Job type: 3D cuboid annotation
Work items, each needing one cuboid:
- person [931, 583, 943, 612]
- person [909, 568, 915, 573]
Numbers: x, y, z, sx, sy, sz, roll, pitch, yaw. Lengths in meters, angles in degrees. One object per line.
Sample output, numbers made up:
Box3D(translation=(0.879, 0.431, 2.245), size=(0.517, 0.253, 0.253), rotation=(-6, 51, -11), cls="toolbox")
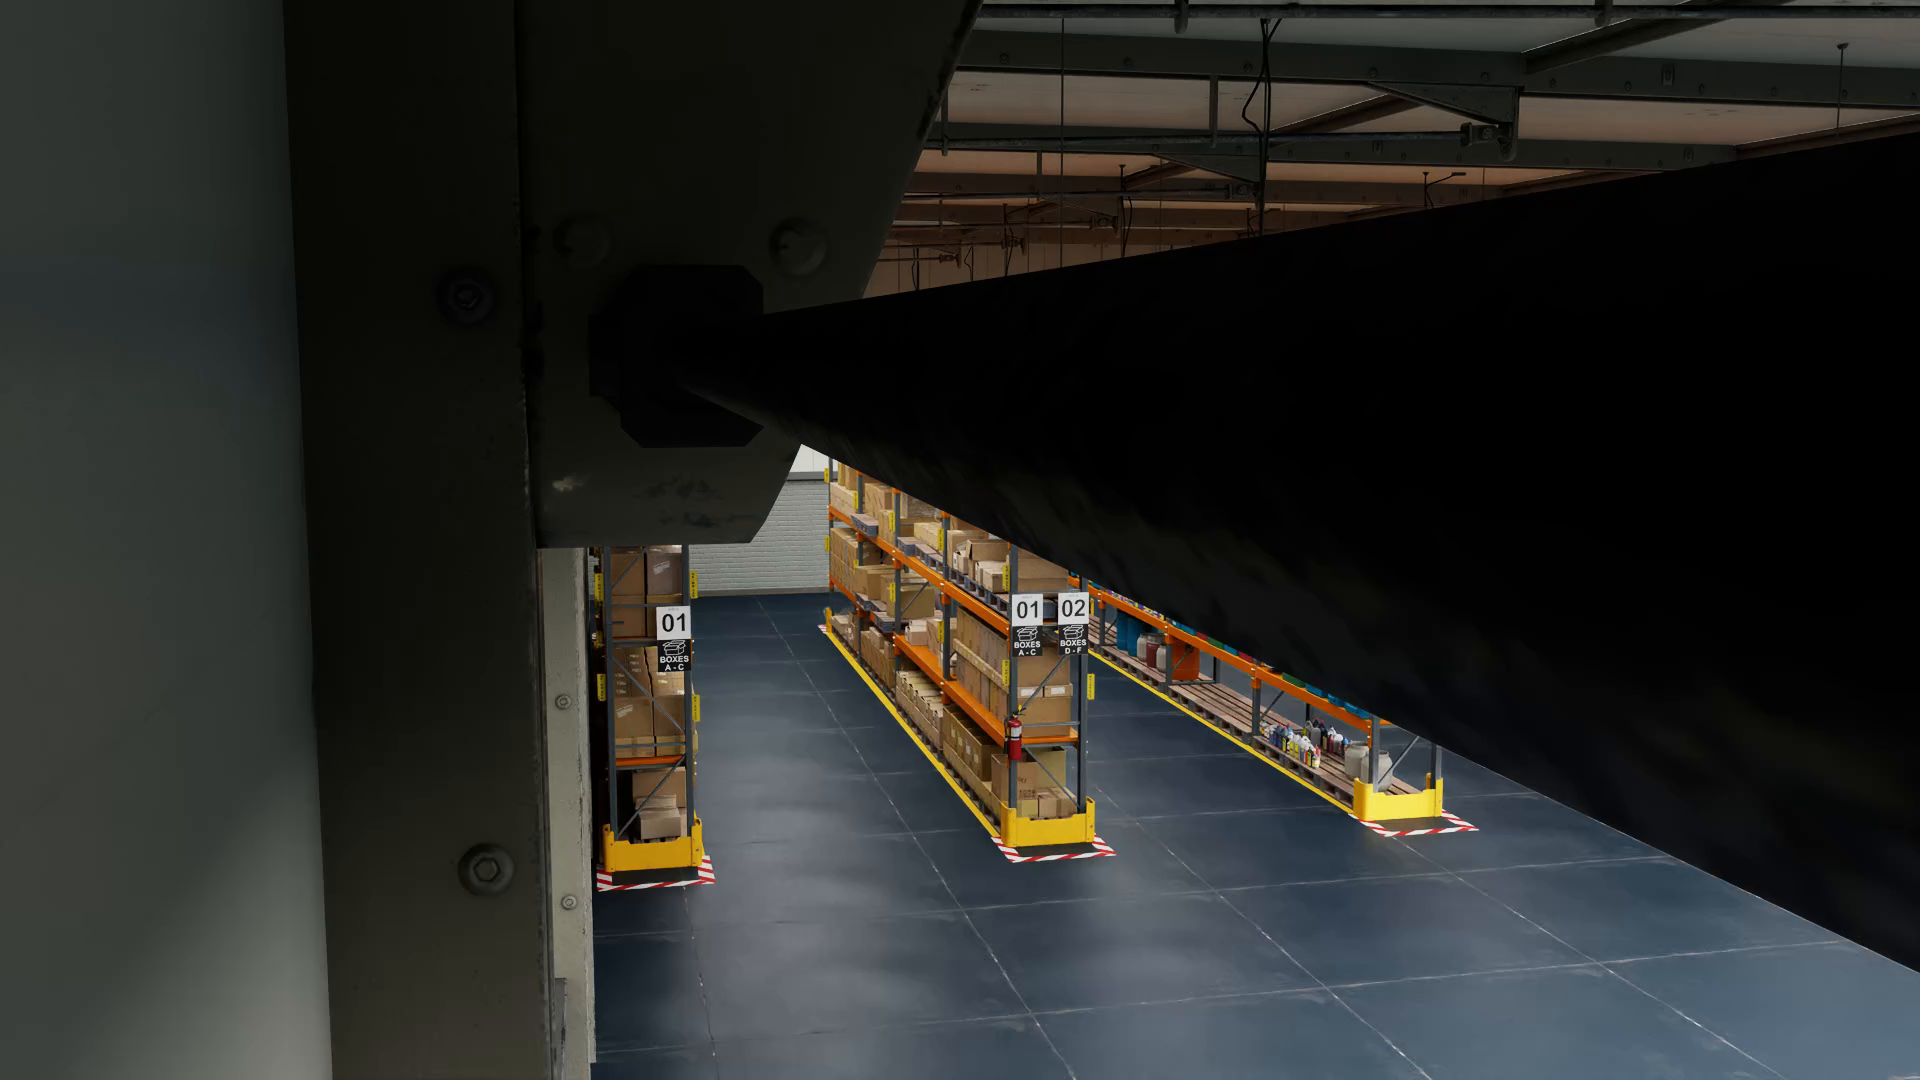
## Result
Box3D(translation=(-0.575, 1.185, 36.731), size=(0.634, 1.606, 0.841), rotation=(-4, 8, -32), cls="person")
Box3D(translation=(-1.171, 1.130, 37.335), size=(0.614, 1.590, 0.588), rotation=(4, 8, 28), cls="person")
